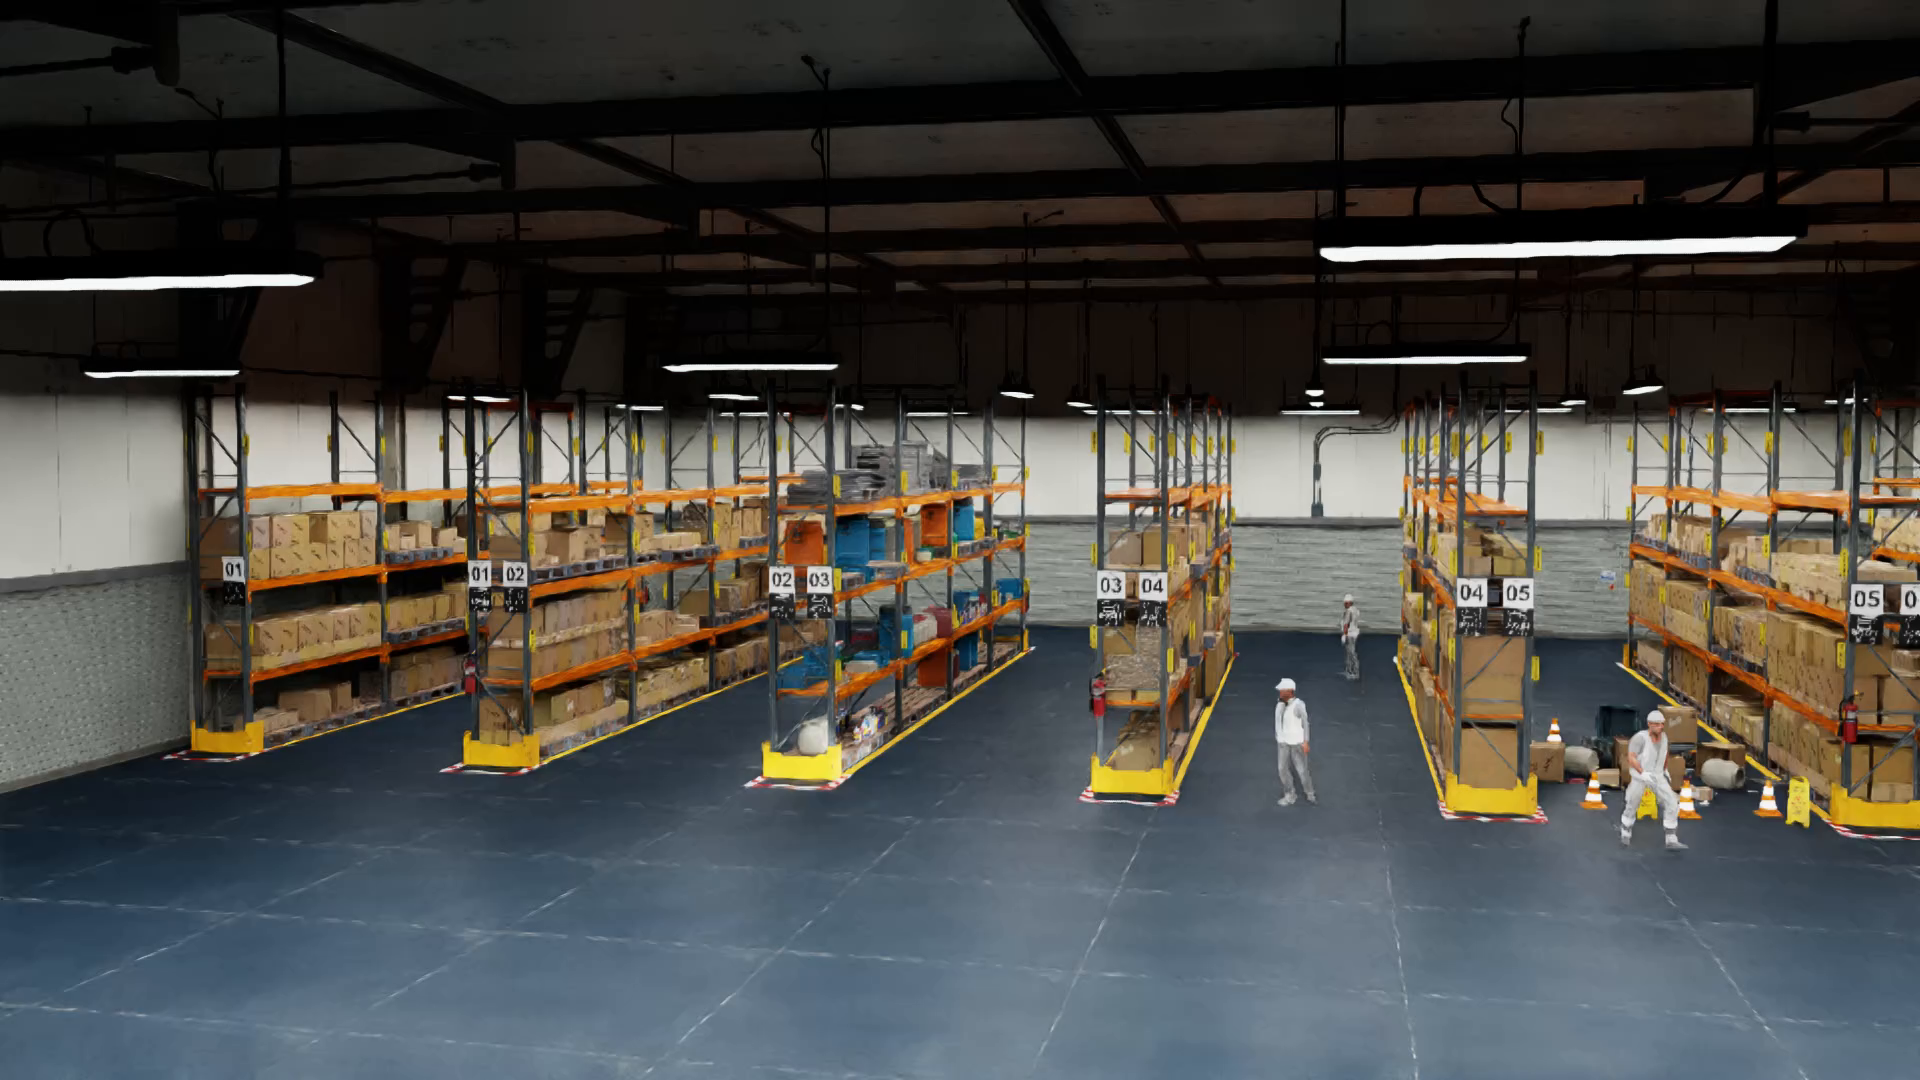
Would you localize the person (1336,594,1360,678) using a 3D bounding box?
[{"bbox_3d":[8.337,2.055,35.700,0.575,1.783,0.679,2,4,27],"label":"person"}]

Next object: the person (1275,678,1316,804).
[{"bbox_3d":[4.677,2.798,23.223,0.569,1.762,0.577,-3,4,-40],"label":"person"}]

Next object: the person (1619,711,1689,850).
[{"bbox_3d":[8.541,2.954,20.590,0.673,1.730,0.769,0,3,-8],"label":"person"}]

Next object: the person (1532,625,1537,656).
[{"bbox_3d":[12.842,2.063,37.694,0.474,1.554,0.559,1,3,10],"label":"person"}]
